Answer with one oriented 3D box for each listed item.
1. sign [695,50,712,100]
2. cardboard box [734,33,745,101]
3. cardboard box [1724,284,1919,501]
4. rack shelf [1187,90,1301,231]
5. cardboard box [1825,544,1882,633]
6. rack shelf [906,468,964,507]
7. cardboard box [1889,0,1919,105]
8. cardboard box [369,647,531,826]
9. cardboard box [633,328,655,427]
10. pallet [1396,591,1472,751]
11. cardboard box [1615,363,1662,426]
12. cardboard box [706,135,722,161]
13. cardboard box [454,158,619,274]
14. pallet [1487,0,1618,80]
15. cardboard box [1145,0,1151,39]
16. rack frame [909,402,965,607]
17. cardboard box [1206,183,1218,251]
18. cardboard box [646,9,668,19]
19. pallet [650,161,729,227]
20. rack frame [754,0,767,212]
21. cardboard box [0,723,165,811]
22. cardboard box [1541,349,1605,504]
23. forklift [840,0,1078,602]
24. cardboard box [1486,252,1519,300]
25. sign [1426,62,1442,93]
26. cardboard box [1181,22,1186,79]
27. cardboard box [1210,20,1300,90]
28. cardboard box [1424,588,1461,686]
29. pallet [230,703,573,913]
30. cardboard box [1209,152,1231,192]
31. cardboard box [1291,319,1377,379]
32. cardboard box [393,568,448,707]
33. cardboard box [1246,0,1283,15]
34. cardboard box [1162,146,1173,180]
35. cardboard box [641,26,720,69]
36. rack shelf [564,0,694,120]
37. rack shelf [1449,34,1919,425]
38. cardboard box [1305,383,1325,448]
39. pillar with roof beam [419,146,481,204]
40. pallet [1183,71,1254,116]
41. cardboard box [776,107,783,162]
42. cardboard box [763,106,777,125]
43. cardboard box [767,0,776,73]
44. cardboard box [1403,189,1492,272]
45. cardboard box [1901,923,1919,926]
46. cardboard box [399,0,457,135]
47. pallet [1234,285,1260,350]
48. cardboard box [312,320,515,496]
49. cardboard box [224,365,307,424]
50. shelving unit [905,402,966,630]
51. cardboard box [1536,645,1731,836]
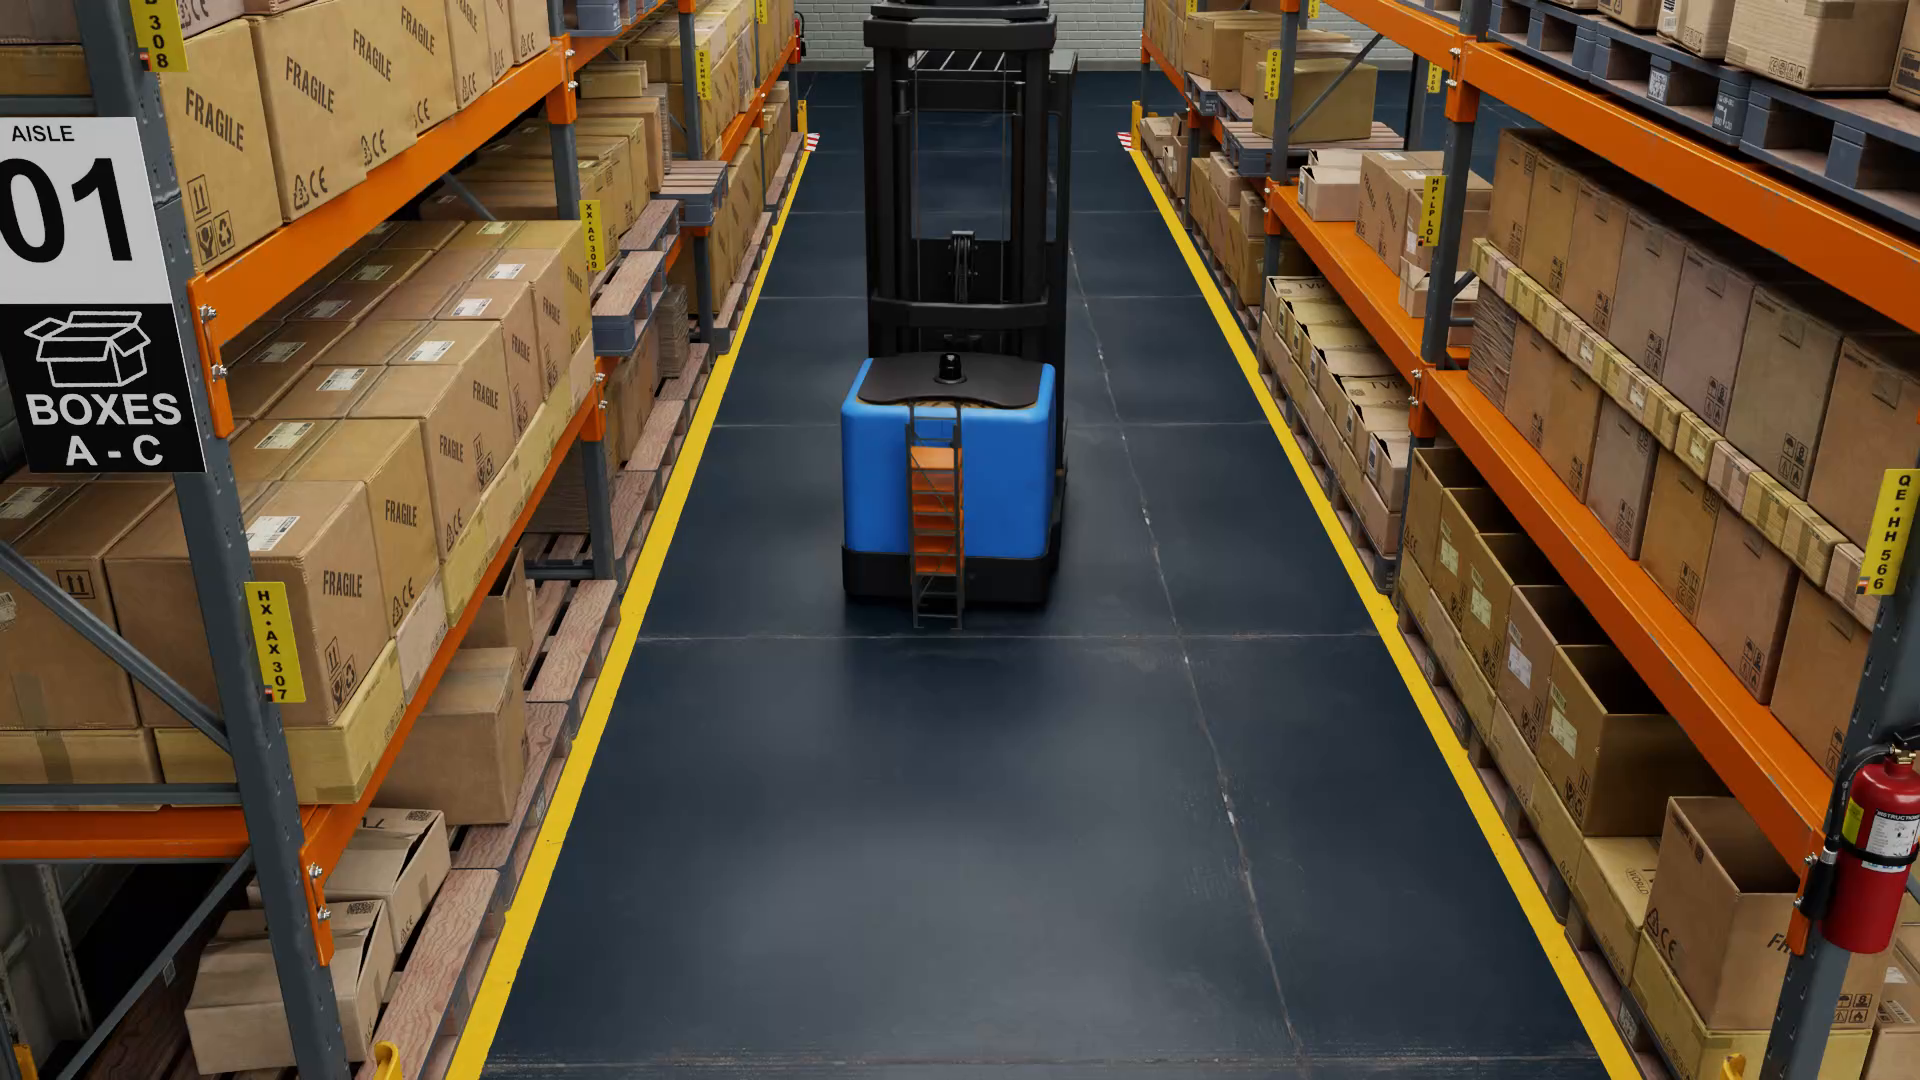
[{"bbox_3d":[-1.741,-3.148,11.262,0.100,0.325,0.005,0,24,-1],"label":"sign"},{"bbox_3d":[-2.058,-3.883,13.688,0.500,0.500,0.500,0,24,0],"label":"cardboard box"},{"bbox_3d":[2.753,-0.446,4.899,0.700,0.500,0.500,-1,24,-2],"label":"cardboard box"},{"bbox_3d":[2.648,-3.171,13.494,1.077,0.370,4.000,0,24,-1],"label":"rack shelf"},{"bbox_3d":[2.562,0.124,4.427,0.380,0.149,0.250,-1,24,-1],"label":"cardboard box"},{"bbox_3d":[-0.117,-0.254,7.875,0.258,0.103,0.180,2,36,4],"label":"rack shelf"},{"bbox_3d":[2.755,-1.284,4.003,0.797,0.503,0.637,1,24,3],"label":"cardboard box"},{"bbox_3d":[-2.078,0.761,6.426,0.700,0.500,0.500,-2,24,-4],"label":"cardboard box"},{"bbox_3d":[-2.300,-0.998,10.317,0.700,0.500,0.500,0,24,-1],"label":"cardboard box"},{"bbox_3d":[2.680,0.572,7.729,1.003,0.211,1.213,0,24,-1],"label":"pallet"},{"bbox_3d":[2.543,-0.515,5.840,0.380,0.149,0.250,-1,24,-1],"label":"cardboard box"},{"bbox_3d":[-1.968,-2.896,12.293,0.380,0.149,0.250,0,24,1],"label":"cardboard box"},{"bbox_3d":[-2.210,-1.689,8.688,0.700,0.500,0.500,2,24,5],"label":"cardboard box"},{"bbox_3d":[2.749,-2.001,6.502,1.003,0.211,1.213,0,24,-1],"label":"pallet"},{"bbox_3d":[2.324,-5.832,18.385,0.500,0.500,0.500,0,24,1],"label":"cardboard box"},{"bbox_3d":[-0.106,-0.151,8.064,0.240,1.200,0.006,2,36,4],"label":"rack frame"},{"bbox_3d":[2.403,-2.758,14.208,0.500,0.500,0.500,0,24,0],"label":"cardboard box"},{"bbox_3d":[-2.558,-4.003,13.044,0.500,0.250,0.500,-1,24,-2],"label":"cardboard box"},{"bbox_3d":[-2.169,-2.270,10.862,1.213,0.211,1.003,0,24,-1],"label":"pallet"},{"bbox_3d":[-2.327,-4.299,15.115,1.000,3.000,0.127,0,24,-1],"label":"rack frame"},{"bbox_3d":[-2.395,0.513,4.633,0.500,0.250,0.500,0,24,0],"label":"cardboard box"},{"bbox_3d":[2.738,-0.465,6.517,0.700,0.500,0.500,0,24,0],"label":"cardboard box"},{"bbox_3d":[0.063,-1.593,9.215,1.130,2.935,3.031,2,24,5],"label":"forklift"},{"bbox_3d":[2.526,-1.152,7.249,0.380,0.149,0.250,0,24,0],"label":"cardboard box"},{"bbox_3d":[3.225,-3.206,11.293,0.100,0.325,0.005,0,24,-1],"label":"sign"},{"bbox_3d":[2.364,-4.573,15.600,0.500,0.500,0.500,0,24,0],"label":"cardboard box"},{"bbox_3d":[2.479,-4.080,14.001,0.700,0.500,0.500,4,25,8],"label":"cardboard box"},{"bbox_3d":[2.416,0.434,7.478,0.500,0.250,0.500,0,24,-1],"label":"cardboard box"},{"bbox_3d":[-2.181,1.049,6.675,1.003,0.211,1.213,0,24,-1],"label":"pallet"},{"bbox_3d":[2.399,-3.113,14.083,0.500,0.250,0.500,0,24,0],"label":"cardboard box"},{"bbox_3d":[2.399,-1.225,10.465,0.500,0.311,0.500,-1,24,-2],"label":"cardboard box"},{"bbox_3d":[-1.904,0.289,5.129,0.500,0.250,0.500,-1,24,-2],"label":"cardboard box"},{"bbox_3d":[2.902,-5.019,15.373,0.500,0.500,0.500,0,24,1],"label":"cardboard box"},{"bbox_3d":[2.328,-3.841,16.831,0.500,0.311,0.500,0,24,-1],"label":"cardboard box"},{"bbox_3d":[-2.037,-3.592,12.136,0.500,0.250,0.500,-1,24,-1],"label":"cardboard box"},{"bbox_3d":[-2.262,-2.865,9.179,1.077,0.370,4.000,0,24,-1],"label":"rack shelf"},{"bbox_3d":[2.735,-1.241,5.587,1.077,0.370,4.000,0,24,-1],"label":"rack shelf"},{"bbox_3d":[2.405,-0.763,10.125,0.500,0.250,0.500,0,24,1],"label":"cardboard box"},{"bbox_3d":[1.170,-4.864,9.084,9.100,9.000,0.400,0,24,-1],"label":"pillar with roof beam"},{"bbox_3d":[2.526,-3.905,14.478,1.003,0.211,1.213,0,24,-1],"label":"pallet"},{"bbox_3d":[-2.251,-4.298,17.637,0.700,0.500,0.500,-1,24,-2],"label":"cardboard box"},{"bbox_3d":[-2.060,-4.312,16.882,0.380,0.149,0.250,-1,24,-2],"label":"cardboard box"},{"bbox_3d":[-2.319,-4.960,16.213,0.980,0.700,0.700,-1,24,-2],"label":"cardboard box"},{"bbox_3d":[2.716,-1.605,9.038,0.500,0.500,0.500,1,24,3],"label":"cardboard box"},{"bbox_3d":[2.965,1.256,5.661,0.500,0.250,0.500,0,24,-1],"label":"cardboard box"},{"bbox_3d":[-1.957,-1.571,5.297,0.500,0.500,0.500,1,24,3],"label":"cardboard box"},{"bbox_3d":[2.700,-1.712,12.779,1.003,0.211,1.213,0,24,-1],"label":"pallet"},{"bbox_3d":[-1.913,-0.464,5.884,0.500,0.500,0.500,0,24,1],"label":"cardboard box"},{"bbox_3d":[-2.420,-0.250,5.411,0.500,0.500,0.500,-1,24,-2],"label":"cardboard box"},{"bbox_3d":[-0.113,-0.097,7.990,0.258,1.200,0.189,2,36,4],"label":"shelving unit"},{"bbox_3d":[2.428,0.710,5.957,0.500,0.500,0.500,0,24,-1],"label":"cardboard box"}]
